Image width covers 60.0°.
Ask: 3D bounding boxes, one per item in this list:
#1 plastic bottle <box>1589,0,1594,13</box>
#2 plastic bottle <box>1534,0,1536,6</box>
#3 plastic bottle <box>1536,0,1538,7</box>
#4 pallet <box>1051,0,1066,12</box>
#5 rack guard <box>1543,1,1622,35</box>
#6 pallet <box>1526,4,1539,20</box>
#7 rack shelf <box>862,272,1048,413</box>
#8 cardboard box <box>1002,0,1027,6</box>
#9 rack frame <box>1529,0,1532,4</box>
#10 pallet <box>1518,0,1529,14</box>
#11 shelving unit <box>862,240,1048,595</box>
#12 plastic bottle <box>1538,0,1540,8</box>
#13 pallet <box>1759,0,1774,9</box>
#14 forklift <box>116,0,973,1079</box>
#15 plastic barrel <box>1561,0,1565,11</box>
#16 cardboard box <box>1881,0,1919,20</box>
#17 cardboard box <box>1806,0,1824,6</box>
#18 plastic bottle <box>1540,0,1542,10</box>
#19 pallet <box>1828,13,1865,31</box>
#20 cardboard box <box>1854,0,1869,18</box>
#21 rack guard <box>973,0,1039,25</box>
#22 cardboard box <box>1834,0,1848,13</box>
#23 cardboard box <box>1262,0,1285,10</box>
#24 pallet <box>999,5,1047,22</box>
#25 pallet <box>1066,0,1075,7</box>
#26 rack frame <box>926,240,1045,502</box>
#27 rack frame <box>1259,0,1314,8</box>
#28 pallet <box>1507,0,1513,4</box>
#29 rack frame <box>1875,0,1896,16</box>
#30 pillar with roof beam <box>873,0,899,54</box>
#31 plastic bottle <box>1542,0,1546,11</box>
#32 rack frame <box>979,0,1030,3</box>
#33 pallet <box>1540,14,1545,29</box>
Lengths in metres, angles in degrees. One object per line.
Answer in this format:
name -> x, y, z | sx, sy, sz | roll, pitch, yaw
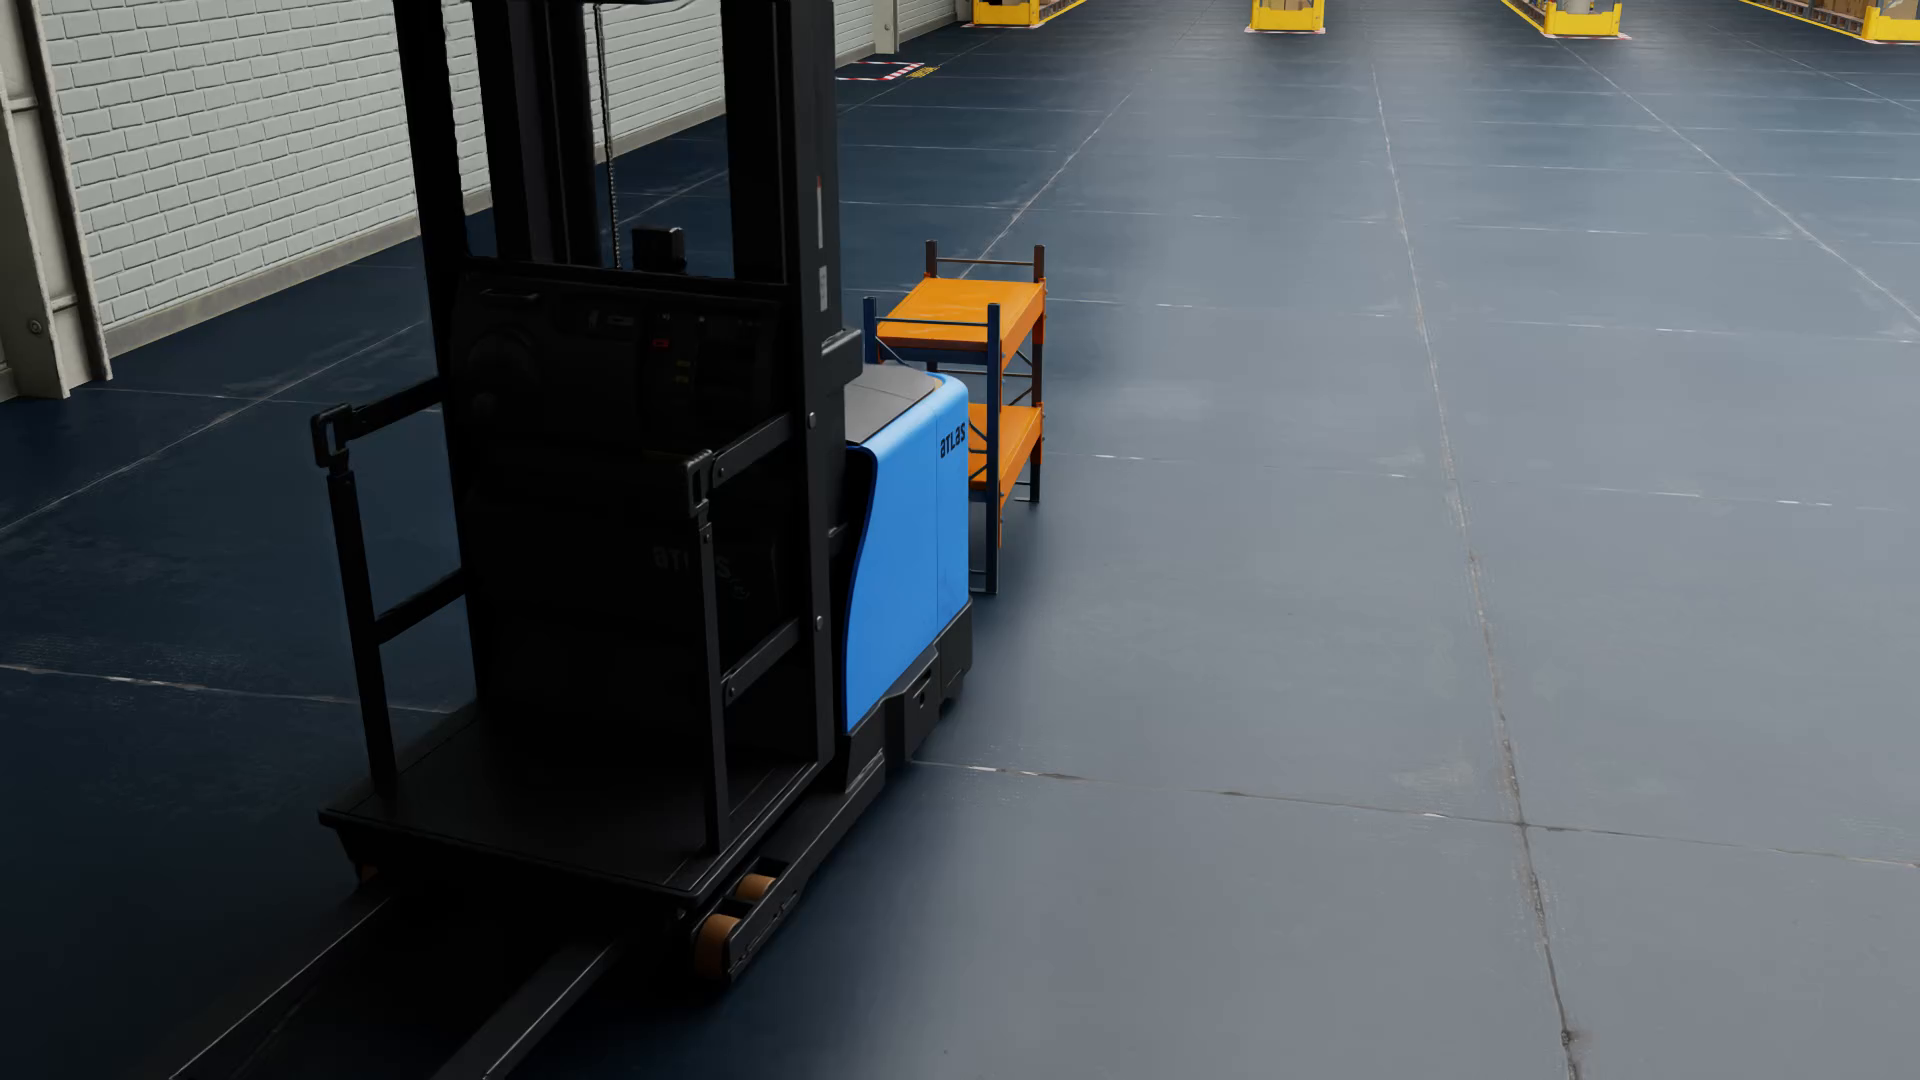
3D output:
plastic bottle -> 11.182, -9.491, 29.469 | 0.097, 0.271, 0.097 | 0, 22, 0
plastic bottle -> 10.752, -10.088, 30.844 | 0.144, 0.351, 0.185 | 5, 22, 12
plastic bottle -> 10.639, -9.931, 30.543 | 0.061, 0.283, 0.133 | 5, 23, 13
pallet -> 1.522, -10.590, 32.866 | 1.003, 0.211, 1.213 | 4, 22, 11
rack guard -> 10.476, -8.785, 27.999 | 1.175, 0.500, 0.348 | 4, 22, 11
pallet -> 11.145, -9.841, 31.005 | 1.003, 0.211, 1.213 | 4, 22, 11
rack shelf -> 0.001, -0.796, 6.540 | 0.538, 0.278, 1.000 | 4, 22, 11
cardboard box -> 1.037, -9.872, 30.360 | 0.500, 0.311, 0.500 | 2, 22, 5
rack frame -> 11.323, -11.377, 31.086 | 1.000, 3.000, 0.127 | 4, 22, 11
pallet -> 11.445, -10.373, 32.327 | 1.003, 0.211, 1.213 | 4, 22, 11
shelving unit -> 0.001, -0.524, 6.650 | 0.538, 1.125, 1.048 | 4, 22, 11
plastic bottle -> 10.627, -9.864, 30.287 | 0.144, 0.351, 0.185 | 4, 22, 10
pallet -> 16.827, -10.883, 33.592 | 1.003, 0.211, 1.213 | 4, 22, 11
forklift -> -0.955, -0.437, 4.016 | 1.130, 2.935, 3.031 | 8, 23, 19
plastic barrel -> 10.668, -9.384, 28.907 | 0.421, 0.512, 0.421 | 0, 22, 0
cardboard box -> 15.499, -8.798, 27.469 | 0.500, 0.500, 0.500 | 9, 24, 21
cardboard box -> 16.318, -10.266, 31.087 | 0.700, 0.500, 0.500 | 3, 22, 7
plastic bottle -> 10.559, -9.700, 29.981 | 0.152, 0.276, 0.135 | 4, 22, 9
pallet -> 15.822, -9.010, 28.942 | 1.003, 0.211, 1.213 | 4, 22, 11
cardboard box -> 15.734, -9.247, 28.583 | 0.500, 0.500, 0.500 | 7, 23, 16
rack guard -> 0.823, -9.537, 29.865 | 1.175, 0.500, 0.348 | 4, 22, 11
cardboard box -> 15.941, -9.681, 29.660 | 0.500, 0.500, 0.500 | 12, 25, 28
cardboard box -> 5.478, -9.431, 29.373 | 0.500, 0.250, 0.500 | 4, 22, 11
pallet -> 1.024, -9.698, 30.650 | 1.003, 0.211, 1.213 | 4, 22, 11
pallet -> 1.782, -11.123, 34.189 | 1.003, 0.211, 1.213 | 4, 22, 11
rack frame -> 0.105, -0.710, 7.111 | 0.500, 1.125, 0.032 | 4, 22, 11
rack frame -> 5.658, -10.293, 28.395 | 1.000, 3.000, 0.127 | 4, 22, 11
pallet -> 11.943, -11.266, 34.543 | 1.003, 0.211, 1.213 | 4, 22, 11
rack frame -> 15.355, -9.536, 26.516 | 1.000, 3.000, 0.127 | 4, 22, 11
pillar with roof beam -> 3.094, -11.251, 22.744 | 9.100, 9.000, 0.400 | 4, 22, 11
plastic bottle -> 10.458, -9.607, 29.739 | 0.061, 0.283, 0.133 | 5, 22, 12
rack frame -> 0.808, -10.669, 29.329 | 1.000, 3.000, 0.127 | 4, 22, 11
pallet -> 10.647, -8.948, 28.789 | 1.003, 0.211, 1.213 | 4, 22, 11
